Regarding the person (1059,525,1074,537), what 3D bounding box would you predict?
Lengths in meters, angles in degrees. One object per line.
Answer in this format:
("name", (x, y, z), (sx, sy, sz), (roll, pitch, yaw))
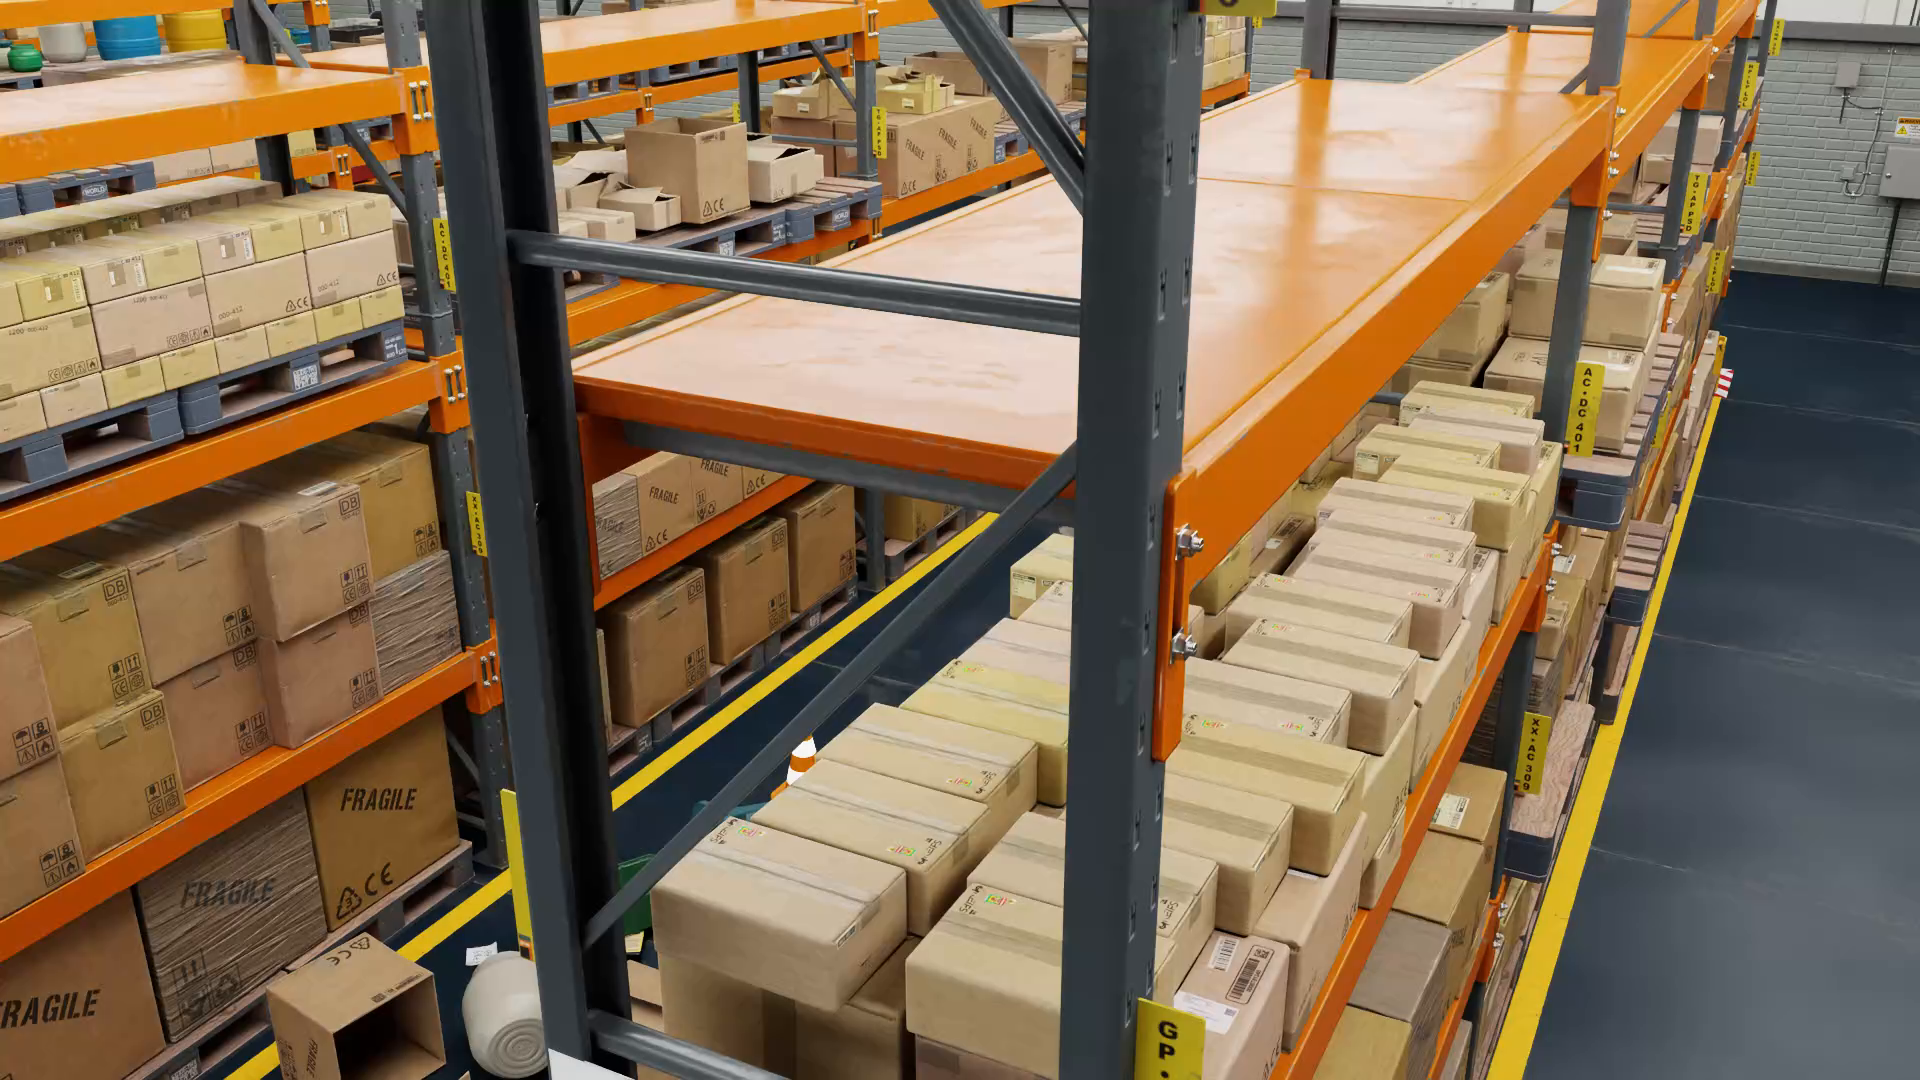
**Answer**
("person", (0.839, 0.267, 10.049), (0.562, 1.784, 0.563), (14, 26, 30))
